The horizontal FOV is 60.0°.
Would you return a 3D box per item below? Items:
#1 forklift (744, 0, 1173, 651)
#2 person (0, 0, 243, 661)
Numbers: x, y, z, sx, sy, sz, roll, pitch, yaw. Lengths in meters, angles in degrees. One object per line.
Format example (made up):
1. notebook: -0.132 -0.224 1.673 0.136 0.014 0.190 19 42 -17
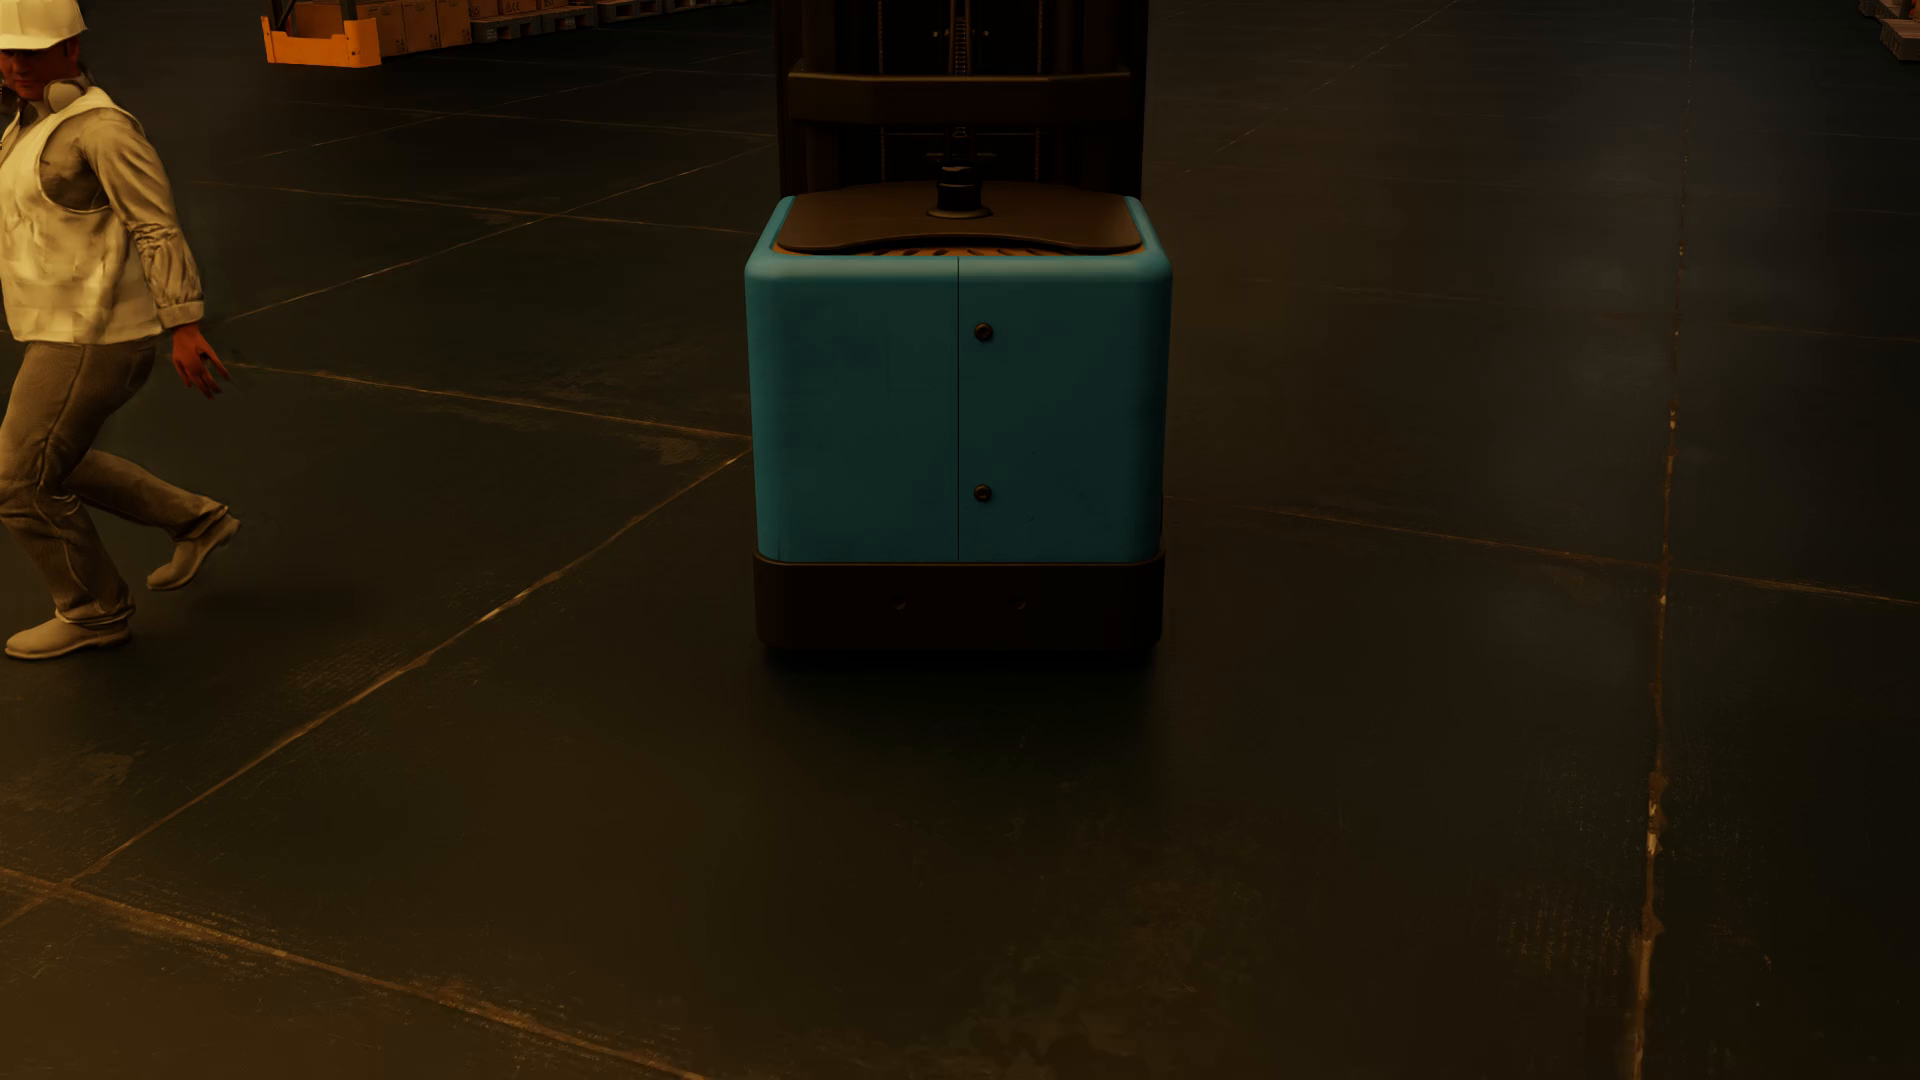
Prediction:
1. forklift: 0.002 -1.587 5.089 1.130 2.935 3.031 0 23 0
2. person: -2.218 -0.533 4.164 0.634 1.710 0.659 -12 25 -26
